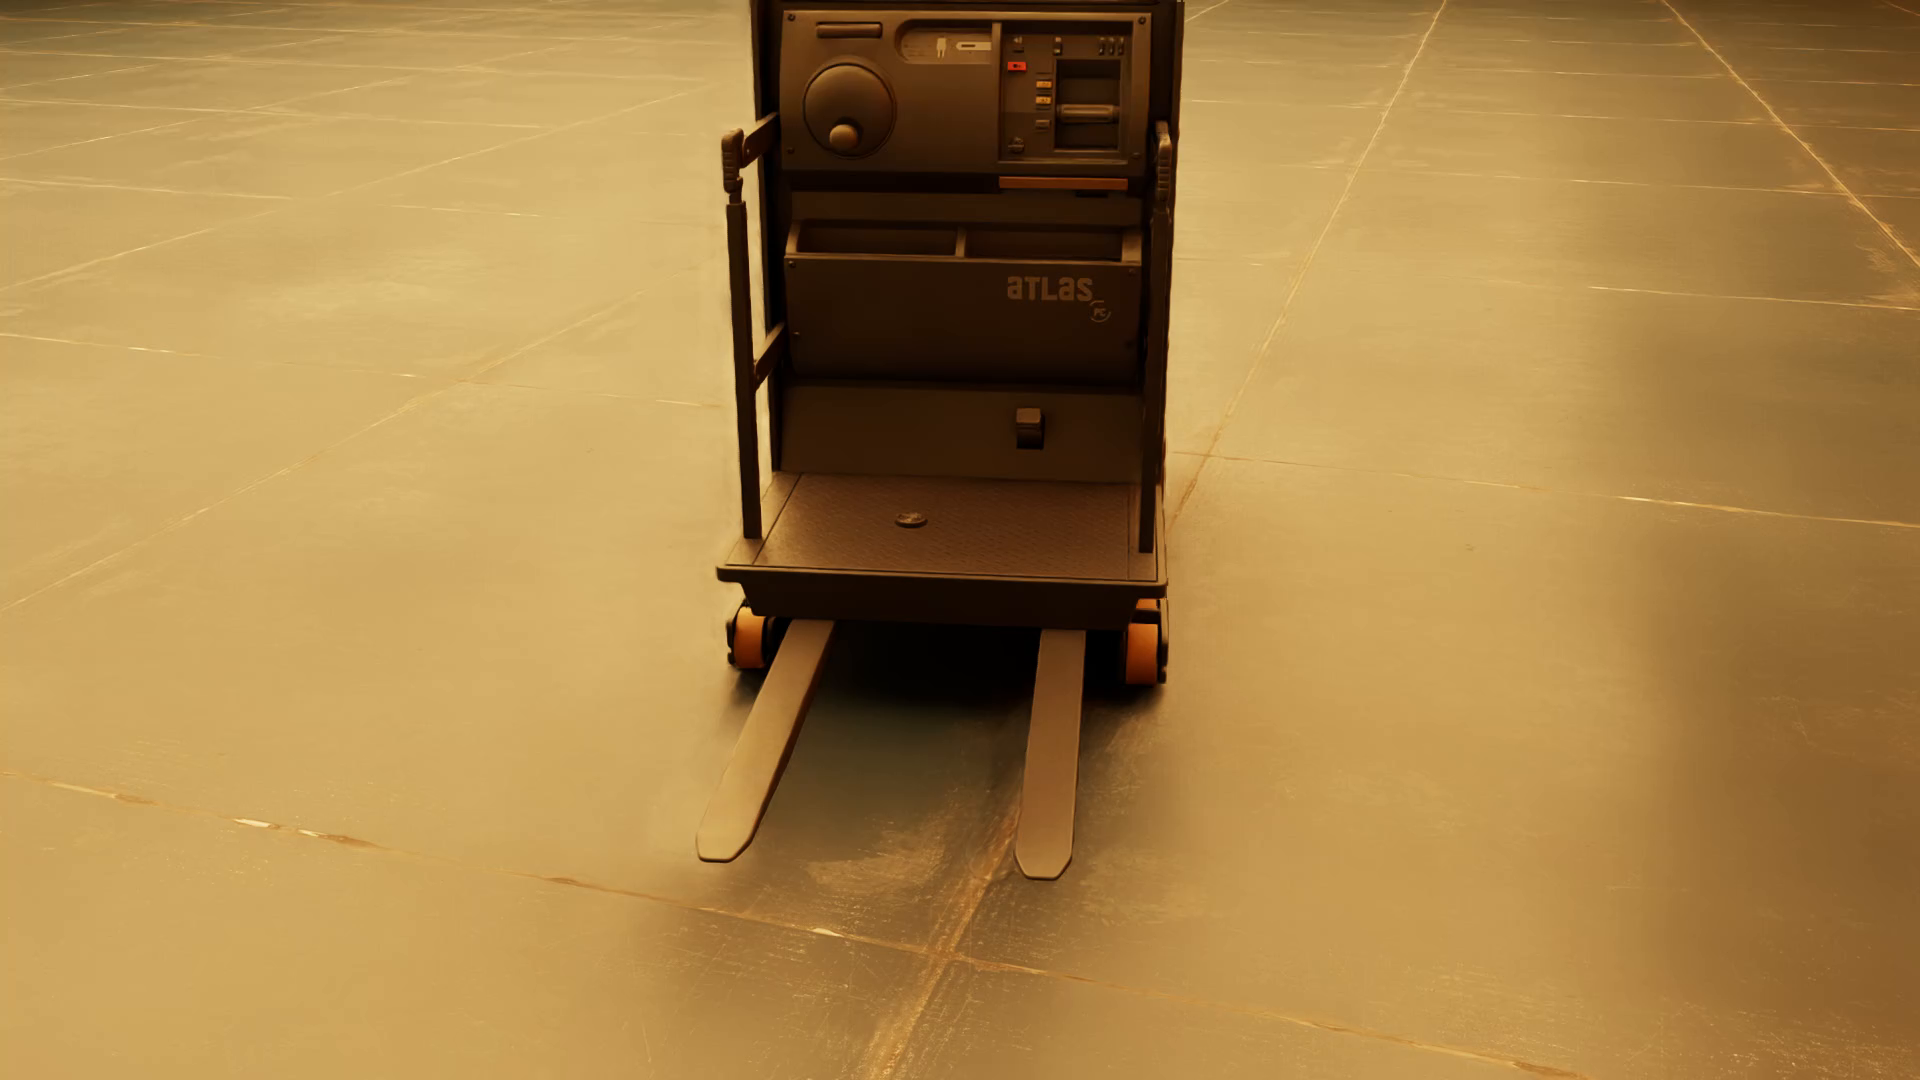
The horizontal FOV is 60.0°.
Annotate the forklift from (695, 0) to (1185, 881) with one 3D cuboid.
[{"bbox_3d":[-0.008,-1.117,3.985,1.130,2.935,3.031,2,23,5],"label":"forklift"}]
